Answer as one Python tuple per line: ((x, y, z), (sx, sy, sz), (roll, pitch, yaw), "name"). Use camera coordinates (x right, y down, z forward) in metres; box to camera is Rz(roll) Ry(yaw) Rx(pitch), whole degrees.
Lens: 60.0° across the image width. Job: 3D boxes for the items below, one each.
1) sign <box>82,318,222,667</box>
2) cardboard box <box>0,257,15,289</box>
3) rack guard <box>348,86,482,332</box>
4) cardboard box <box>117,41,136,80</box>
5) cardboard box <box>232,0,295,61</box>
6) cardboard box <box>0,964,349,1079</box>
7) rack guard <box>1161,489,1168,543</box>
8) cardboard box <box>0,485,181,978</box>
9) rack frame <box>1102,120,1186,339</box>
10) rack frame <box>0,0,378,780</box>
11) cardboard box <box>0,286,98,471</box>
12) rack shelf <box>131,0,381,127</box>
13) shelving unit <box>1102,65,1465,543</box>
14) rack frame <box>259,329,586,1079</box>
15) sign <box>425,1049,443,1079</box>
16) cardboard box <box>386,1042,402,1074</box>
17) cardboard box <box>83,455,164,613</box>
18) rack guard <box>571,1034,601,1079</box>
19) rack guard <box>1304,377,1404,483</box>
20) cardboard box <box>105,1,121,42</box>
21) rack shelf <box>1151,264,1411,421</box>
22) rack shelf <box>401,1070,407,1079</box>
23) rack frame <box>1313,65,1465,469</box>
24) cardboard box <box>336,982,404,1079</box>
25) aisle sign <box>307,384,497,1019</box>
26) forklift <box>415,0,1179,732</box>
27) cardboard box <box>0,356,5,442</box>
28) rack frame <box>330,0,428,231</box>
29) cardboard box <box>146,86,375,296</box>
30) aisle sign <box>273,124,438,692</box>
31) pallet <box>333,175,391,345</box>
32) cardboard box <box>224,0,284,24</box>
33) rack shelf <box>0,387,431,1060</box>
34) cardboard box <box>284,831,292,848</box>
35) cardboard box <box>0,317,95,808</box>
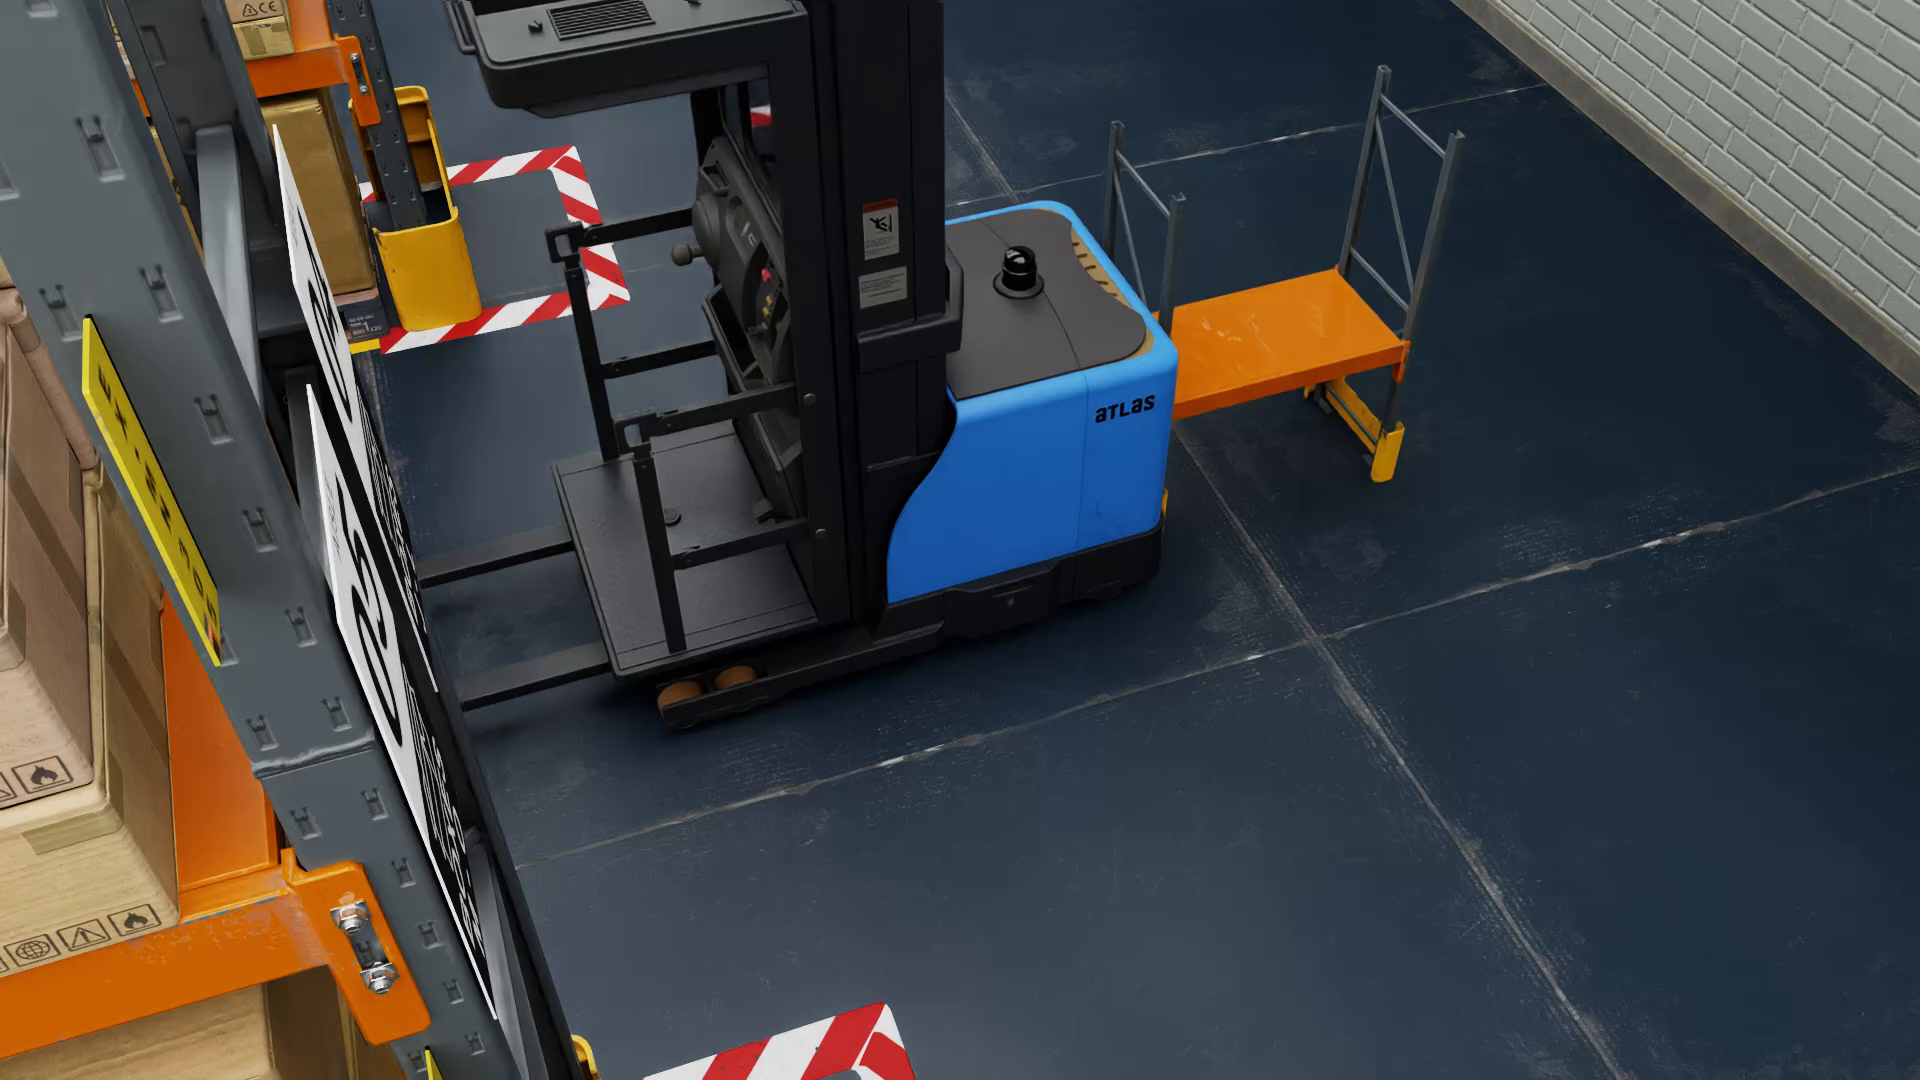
((-0.687, -0.032, 1.421), (0.005, 0.325, 0.100), (-14, 47, -14), "sign")
((-1.238, -0.432, 1.917), (0.250, 0.149, 0.380), (-15, 47, -14), "cardboard box")
((-2.423, -1.487, 7.379), (0.348, 0.500, 1.175), (-14, 47, -14), "rack guard")
((-3.150, -1.847, 6.150), (0.250, 0.149, 0.380), (-14, 47, -14), "cardboard box")
((-2.668, -1.970, 6.273), (0.250, 0.149, 0.380), (-14, 47, -13), "cardboard box")
((-1.202, 0.747, 2.401), (0.500, 0.500, 0.500), (-15, 47, -15), "cardboard box")
((0.622, -0.260, 6.332), (0.087, 0.250, 0.587), (-15, 47, -15), "rack guard")
((-1.194, 0.245, 1.877), (0.500, 0.250, 0.500), (-15, 47, -15), "cardboard box")
((0.604, -0.696, 5.885), (0.032, 1.500, 0.500), (-15, 47, -15), "rack frame")
((-0.856, -1.153, 1.046), (0.127, 3.000, 1.000), (-14, 47, -14), "rack frame")
((-1.367, -0.283, 2.049), (0.500, 0.250, 0.500), (-14, 47, -13), "cardboard box")
((-4.326, -1.629, 6.264), (4.000, 0.370, 1.077), (-14, 47, -14), "rack shelf")
((1.087, -0.827, 6.015), (1.083, 1.500, 0.587), (-15, 47, -15), "shelving unit")
((-0.856, 0.965, 3.171), (0.127, 3.000, 1.000), (-14, 47, -14), "rack frame")
((-0.687, 0.819, 2.275), (0.005, 0.325, 0.100), (-14, 47, -14), "sign")
((-1.372, 0.748, 3.106), (0.500, 0.500, 0.500), (-12, 46, -12), "cardboard box")
((-1.365, -0.103, 2.223), (0.500, 0.250, 0.500), (-13, 46, -12), "cardboard box")
((-0.928, 1.865, 4.038), (0.348, 0.500, 1.175), (-14, 47, -14), "rack guard")
((1.552, -0.512, 6.584), (0.087, 0.250, 0.587), (-15, 47, -15), "rack guard")
((-3.288, -2.001, 6.022), (0.500, 0.250, 0.500), (-15, 47, -15), "cardboard box")
((1.079, -0.698, 6.140), (1.000, 0.185, 0.538), (-15, 47, -15), "rack shelf")
((-2.737, 1.700, 2.946), (4.000, 0.370, 1.077), (-14, 47, -14), "rack shelf")
((1.554, -0.953, 6.141), (0.032, 1.500, 0.500), (-15, 47, -15), "rack frame")
((-1.191, 1.104, 2.751), (0.500, 0.500, 0.500), (-13, 47, -13), "cardboard box")
((-0.686, 0.229, 2.068), (0.004, 0.787, 0.394), (-14, 47, -14), "aisle sign")
((-0.846, -0.823, 5.001), (3.031, 2.935, 1.130), (-15, 47, -15), "forklift")
((-1.069, -0.083, 1.568), (0.250, 0.149, 0.380), (-15, 47, -14), "cardboard box")
((-2.445, -2.364, 6.488), (0.127, 3.000, 1.000), (-14, 47, -14), "rack frame")
((-3.020, -1.555, 6.885), (0.875, 0.875, 0.875), (-14, 47, -14), "cardboard box")
((-0.889, -0.170, 2.466), (0.004, 0.787, 0.394), (-14, 47, -14), "aisle sign")
((-3.171, -1.135, 7.232), (1.213, 0.211, 1.003), (-14, 47, -14), "pallet")
((-2.811, -2.123, 6.144), (0.500, 0.250, 0.500), (-15, 47, -14), "cardboard box")
((-2.737, 0.641, 1.884), (4.000, 0.370, 1.077), (-14, 47, -14), "rack shelf")
((-1.369, 0.403, 2.744), (0.500, 0.500, 0.500), (-15, 47, -14), "cardboard box")
((-1.203, 0.063, 1.705), (0.500, 0.250, 0.500), (-16, 47, -15), "cardboard box")
